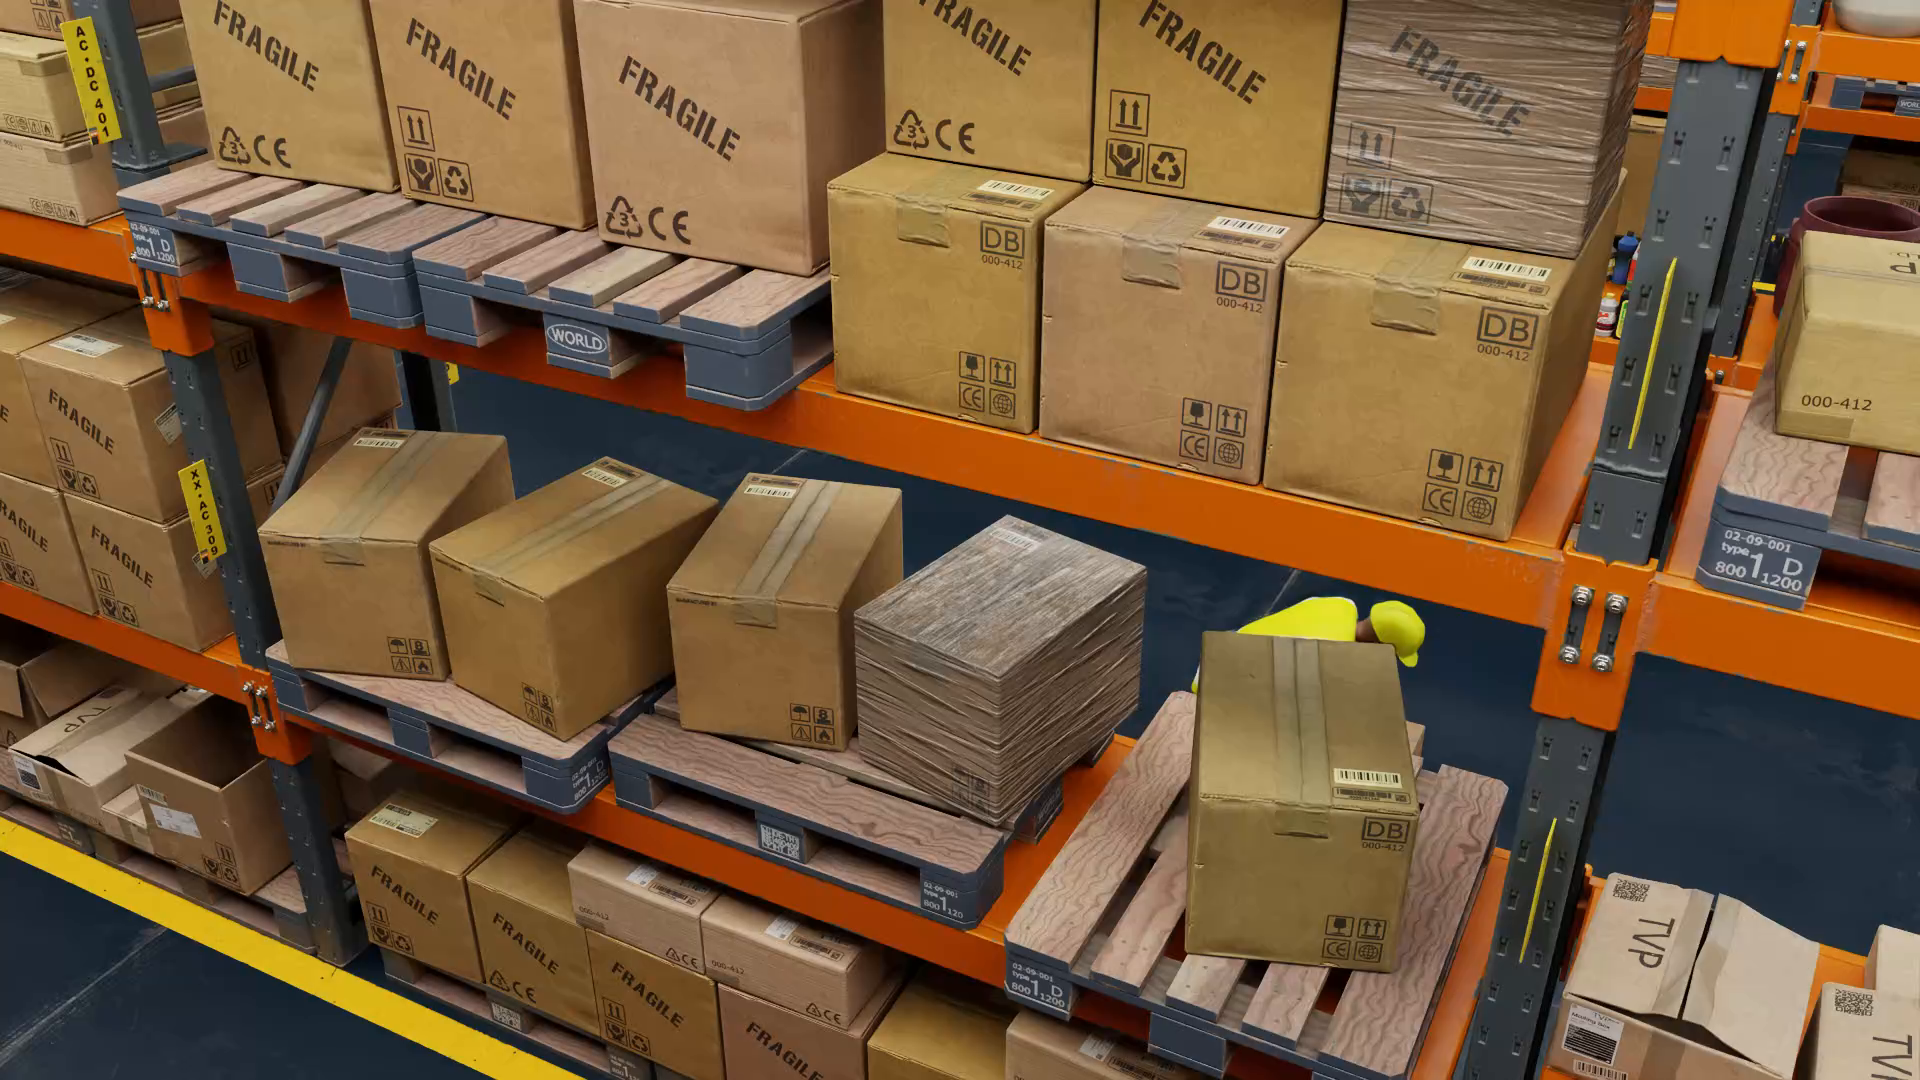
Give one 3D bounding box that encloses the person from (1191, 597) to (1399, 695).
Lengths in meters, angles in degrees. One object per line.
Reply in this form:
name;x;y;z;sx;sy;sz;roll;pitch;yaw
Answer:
person;1.413;0.644;6.775;0.891;0.985;0.583;14;33;23
